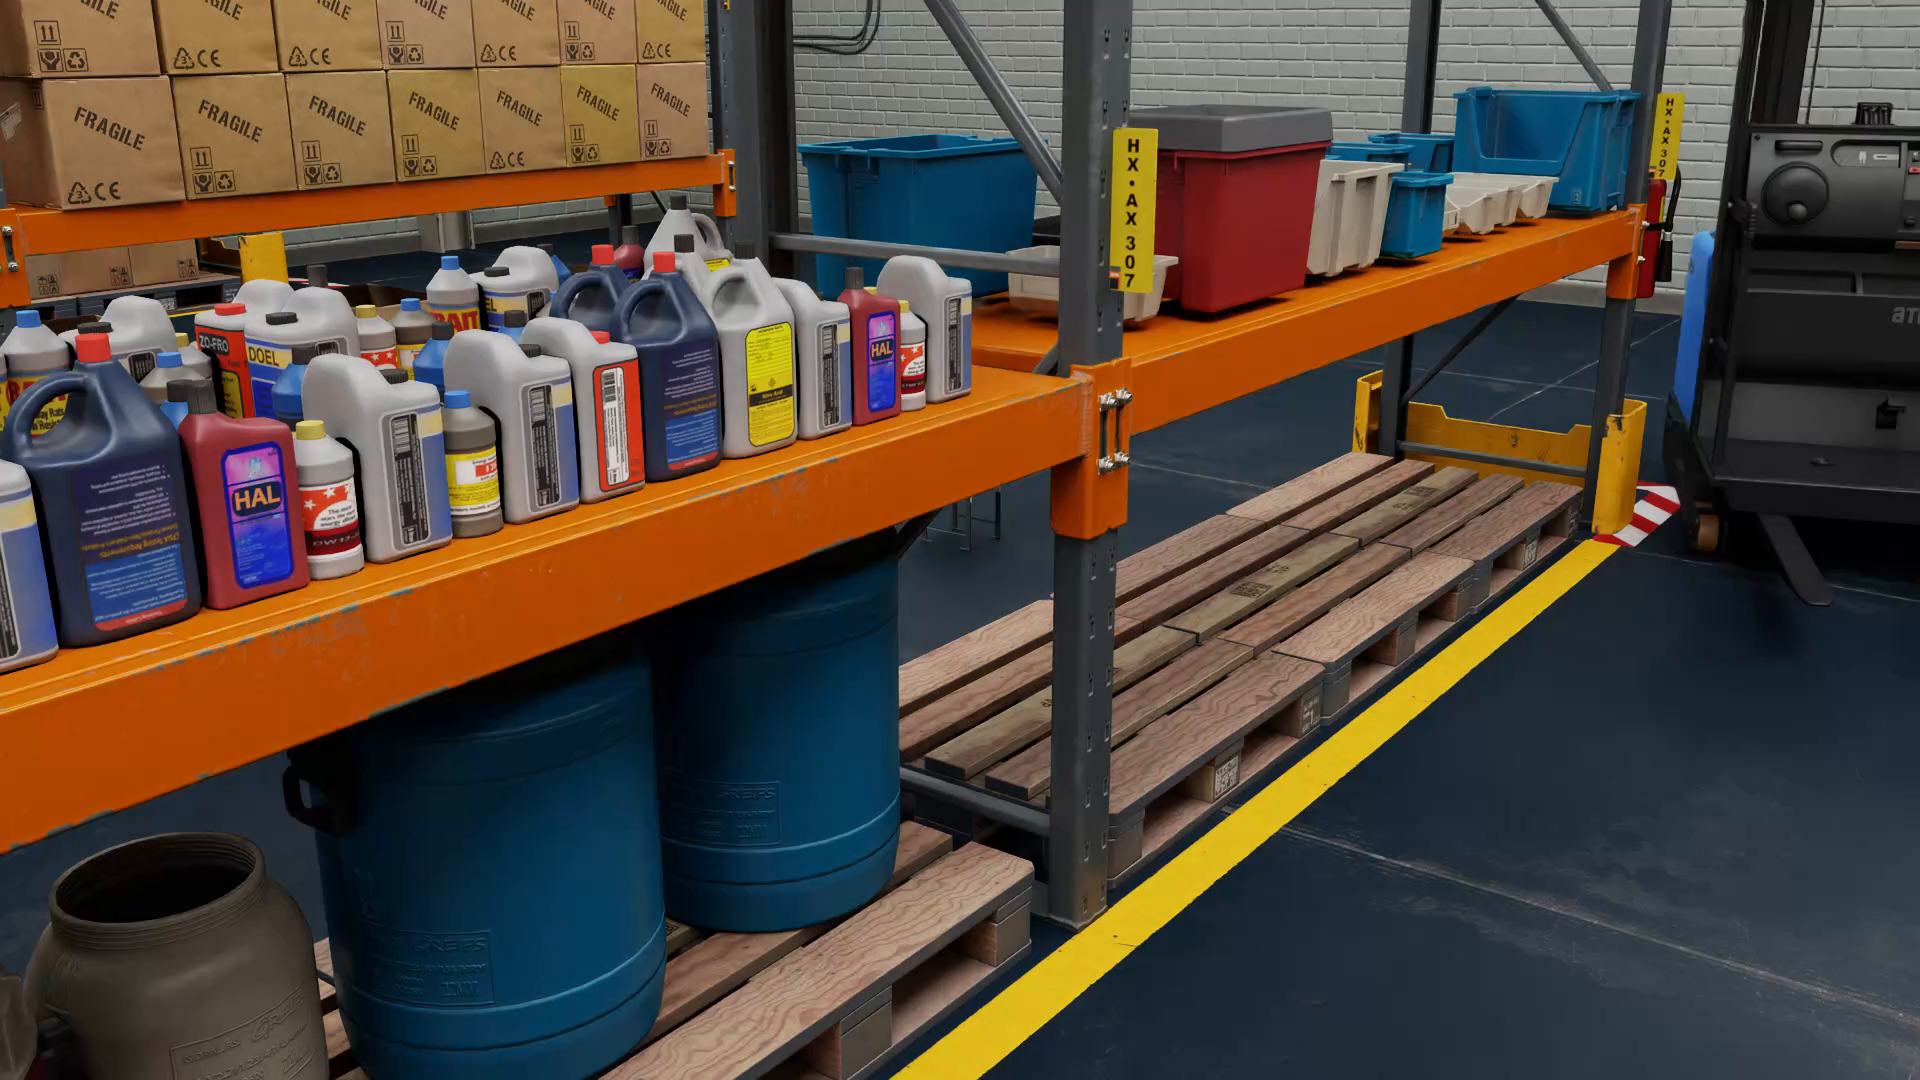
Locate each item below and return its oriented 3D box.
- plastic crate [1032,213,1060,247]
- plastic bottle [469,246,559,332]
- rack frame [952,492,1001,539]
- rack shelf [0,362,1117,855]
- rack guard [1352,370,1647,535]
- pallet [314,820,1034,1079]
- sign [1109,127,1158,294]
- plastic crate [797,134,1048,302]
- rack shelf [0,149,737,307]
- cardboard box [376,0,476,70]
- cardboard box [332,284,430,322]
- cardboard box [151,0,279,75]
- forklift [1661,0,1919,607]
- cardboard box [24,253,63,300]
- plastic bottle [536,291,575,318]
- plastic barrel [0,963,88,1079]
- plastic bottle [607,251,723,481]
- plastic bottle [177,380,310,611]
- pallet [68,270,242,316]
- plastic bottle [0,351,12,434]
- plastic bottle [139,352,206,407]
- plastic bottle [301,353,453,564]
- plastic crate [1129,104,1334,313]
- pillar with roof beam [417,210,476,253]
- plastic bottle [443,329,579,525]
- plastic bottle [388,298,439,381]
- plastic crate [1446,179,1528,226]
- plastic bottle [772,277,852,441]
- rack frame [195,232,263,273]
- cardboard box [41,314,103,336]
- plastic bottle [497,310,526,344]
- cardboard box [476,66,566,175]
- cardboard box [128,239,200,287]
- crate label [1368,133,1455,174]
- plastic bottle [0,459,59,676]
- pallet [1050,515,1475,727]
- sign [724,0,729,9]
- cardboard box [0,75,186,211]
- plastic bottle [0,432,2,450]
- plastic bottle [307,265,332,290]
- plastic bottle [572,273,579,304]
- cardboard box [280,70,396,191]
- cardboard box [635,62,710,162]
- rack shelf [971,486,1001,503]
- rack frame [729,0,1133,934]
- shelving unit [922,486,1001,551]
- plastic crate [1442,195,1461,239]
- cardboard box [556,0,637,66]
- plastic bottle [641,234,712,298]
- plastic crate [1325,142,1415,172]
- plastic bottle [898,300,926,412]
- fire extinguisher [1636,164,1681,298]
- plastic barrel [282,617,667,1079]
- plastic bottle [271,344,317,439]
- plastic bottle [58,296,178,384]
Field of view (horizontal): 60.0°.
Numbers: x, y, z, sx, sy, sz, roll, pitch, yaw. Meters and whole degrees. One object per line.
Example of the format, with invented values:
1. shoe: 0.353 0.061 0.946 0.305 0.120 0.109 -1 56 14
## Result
1. plastic crate: 0.360 -0.841 4.756 0.437 0.125 0.590 12 21 35
2. plastic bottle: -0.891 -0.440 3.312 0.152 0.276 0.135 12 21 35
3. rack frame: 0.065 -0.456 6.695 0.240 0.900 0.006 12 21 35
4. rack shelf: -1.283 0.190 2.286 1.077 0.370 4.000 12 21 35
5. rack guard: 2.296 -0.396 7.177 1.175 0.500 0.348 12 21 35
6. pallet: -0.584 0.879 3.558 1.003 0.211 1.213 12 21 35
7. sign: 0.349 -0.664 3.357 0.100 0.325 0.005 12 21 35
8. plastic crate: -0.087 -0.822 4.258 0.392 0.384 0.575 12 21 35
9. rack shelf: -2.875 -1.638 8.175 1.077 0.370 4.000 12 21 35
10. cardboard box: -2.640 -2.462 7.759 0.500 0.500 0.500 13 22 36
11. cardboard box: -2.952 -0.972 8.283 0.797 0.503 0.637 12 21 35
12. cardboard box: -3.253 -2.216 6.968 0.500 0.500 0.500 12 21 33
13. forklift: 3.499 -1.382 6.251 1.130 2.935 3.031 5 18 17
14. cardboard box: -6.598 -1.916 11.363 0.700 0.500 0.500 12 21 33
15. plastic bottle: -0.780 -0.387 3.267 0.097 0.201 0.097 0 17 0
16. plastic barrel: -1.524 0.886 2.191 0.600 0.588 0.708 12 21 35
17. plastic bottle: -0.486 -0.285 2.687 0.144 0.351 0.185 12 21 35
18. plastic bottle: -0.904 -0.065 2.092 0.061 0.283 0.133 12 21 35
19. pallet: -6.078 -1.797 12.174 1.003 0.211 1.213 12 21 35
20. plastic bottle: -1.512 -0.203 2.558 0.097 0.271 0.097 0 17 0
21. plastic bottle: -1.252 -0.198 2.659 0.097 0.201 0.097 0 17 0
22. plastic bottle: -0.803 -0.125 2.297 0.152 0.276 0.135 12 21 35
23. plastic crate: 0.642 -0.857 4.236 0.402 0.464 0.583 12 21 35
24. pillar with roof beam: -1.293 -6.233 11.642 9.100 9.000 0.400 12 21 35
25. plastic bottle: -0.665 -0.180 2.475 0.152 0.276 0.135 12 21 35
26. plastic bottle: -1.040 -0.359 3.175 0.097 0.201 0.097 0 17 0
27. plastic crate: 1.767 -1.192 5.868 0.396 0.136 0.243 12 21 35
28. plastic bottle: -0.284 -0.332 2.965 0.152 0.276 0.135 12 21 35
29. rack frame: -5.664 -3.333 12.418 1.000 3.000 0.127 12 21 35
30. cardboard box: -3.955 -0.708 7.438 0.500 0.500 0.500 12 21 35
31. plastic bottle: -0.696 -0.227 2.635 0.097 0.271 0.097 0 17 0
32. cardboard box: -2.340 -2.109 8.309 0.500 0.500 0.500 13 21 35
33. cardboard box: -6.001 -2.155 12.133 0.700 0.500 0.500 12 21 35
34. crate label: 1.881 -1.530 6.795 0.416 0.233 0.303 12 21 35
35. plastic bottle: -1.131 0.006 1.875 0.152 0.276 0.135 12 21 35
36. pallet: 1.042 0.228 5.652 1.003 0.211 1.213 12 21 35
37. sign: -1.250 -3.059 9.052 0.100 0.325 0.005 12 21 35
38. cardboard box: -3.545 -1.627 6.755 0.500 0.500 0.500 13 22 36
39. plastic bottle: -1.235 -0.062 1.967 0.144 0.351 0.185 12 21 35
40. plastic bottle: -1.181 -0.350 3.010 0.061 0.283 0.133 12 21 35
41. plastic bottle: -0.786 -0.460 3.503 0.097 0.201 0.097 0 17 0
42. cardboard box: -2.942 -1.868 7.532 0.500 0.500 0.500 12 21 34
43. cardboard box: -1.732 -2.351 9.089 0.500 0.500 0.500 13 22 36
44. rack shelf: 0.005 -0.228 6.680 0.258 0.077 0.200 12 21 35
45. rack frame: -0.091 -0.629 3.713 1.000 3.000 0.127 12 21 35
46. shelving unit: 0.005 -0.432 6.617 0.258 0.900 0.210 12 21 35
47. plastic crate: 1.460 -1.048 5.403 0.298 0.136 0.250 12 21 35
48. cardboard box: -2.028 -2.708 8.553 0.500 0.500 0.500 13 22 36
49. plastic bottle: -0.492 -0.355 2.911 0.144 0.351 0.185 12 21 35
50. plastic crate: 1.488 -1.373 6.290 0.416 0.233 0.300 12 21 35
51. plastic bottle: -0.114 -0.351 3.151 0.097 0.201 0.097 0 17 0
52. fire extinguisher: 2.747 -1.323 6.705 0.296 0.674 0.183 12 21 35
53. plastic barrel: -0.851 0.467 3.011 0.600 0.901 0.708 12 21 35
54. plastic bottle: -0.914 -0.140 2.354 0.097 0.271 0.097 0 17 0
55. plastic bottle: -1.363 -0.251 2.705 0.152 0.276 0.135 12 21 35
